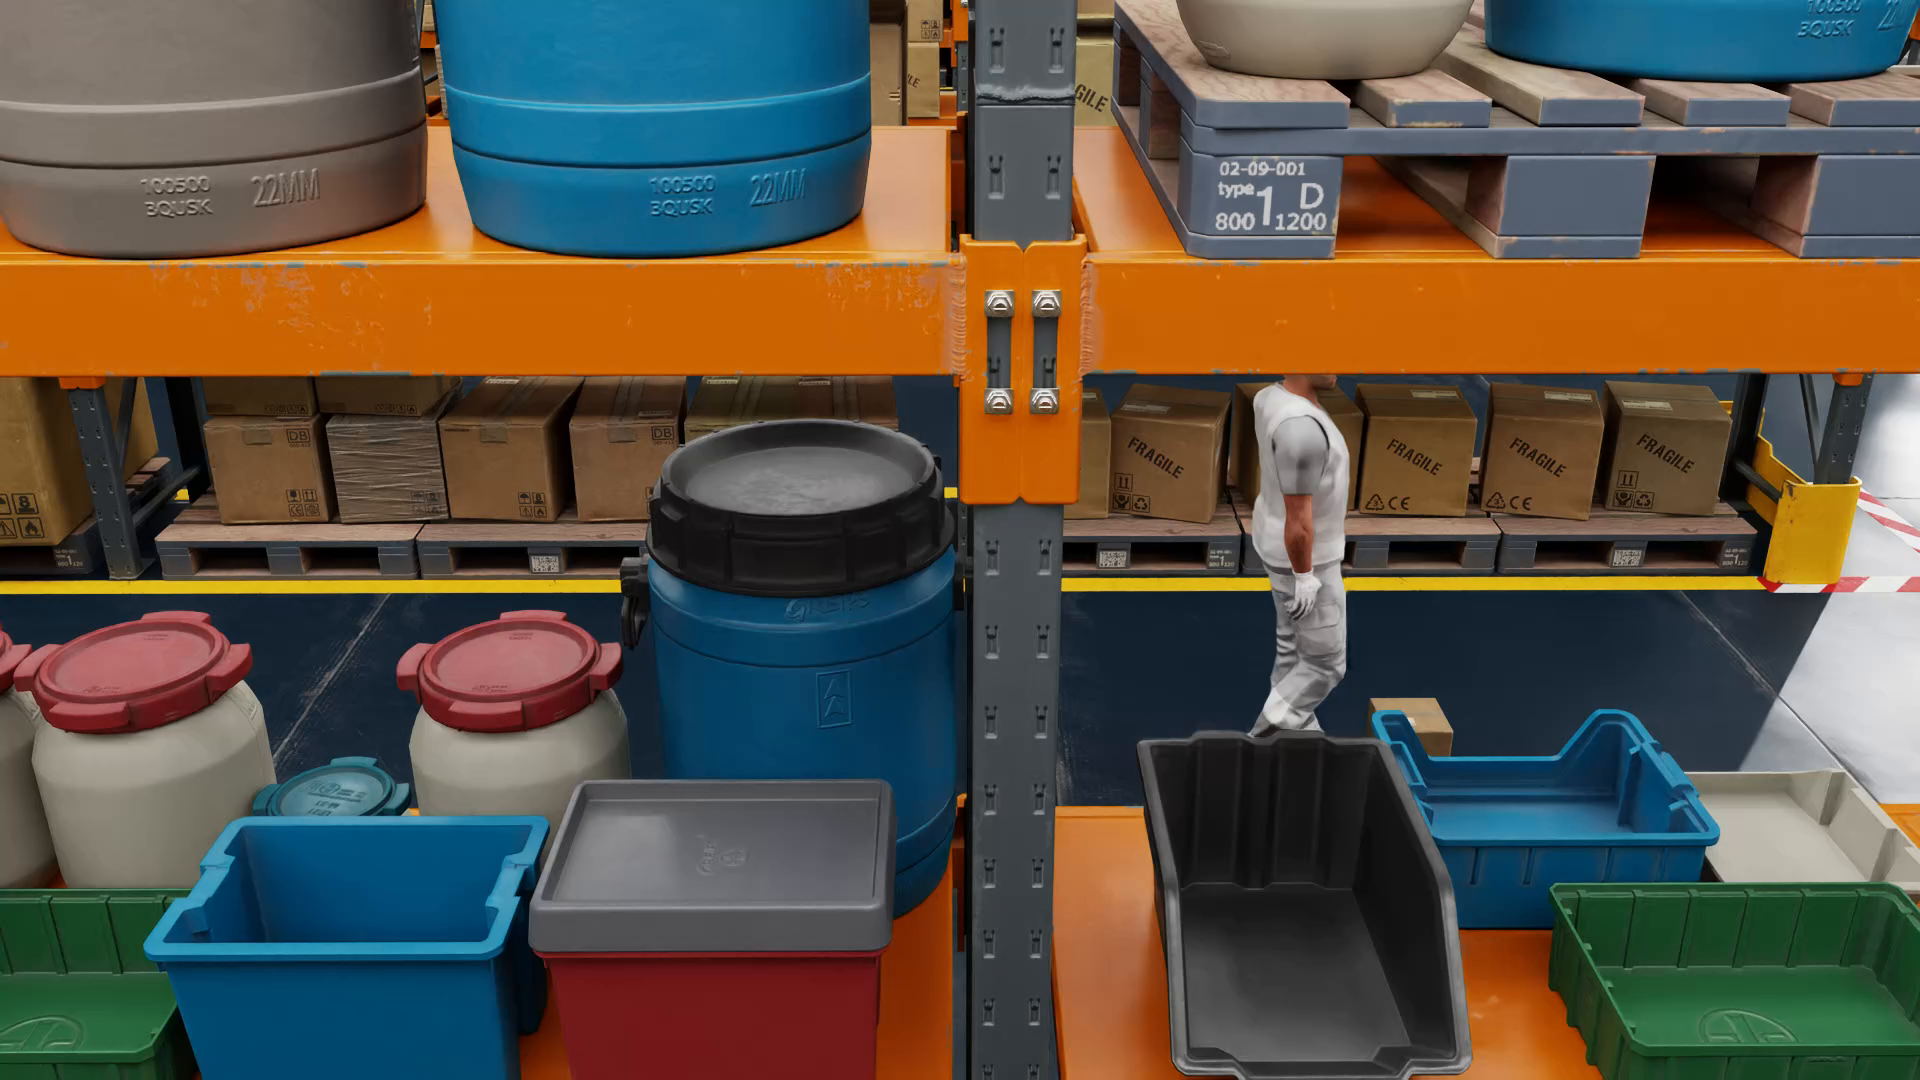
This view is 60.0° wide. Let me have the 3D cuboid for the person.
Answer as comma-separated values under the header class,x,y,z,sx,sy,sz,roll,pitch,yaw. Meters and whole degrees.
class,x,y,z,sx,sy,sz,roll,pitch,yaw
person,1.266,0.065,5.937,0.527,1.822,0.547,0,24,0
